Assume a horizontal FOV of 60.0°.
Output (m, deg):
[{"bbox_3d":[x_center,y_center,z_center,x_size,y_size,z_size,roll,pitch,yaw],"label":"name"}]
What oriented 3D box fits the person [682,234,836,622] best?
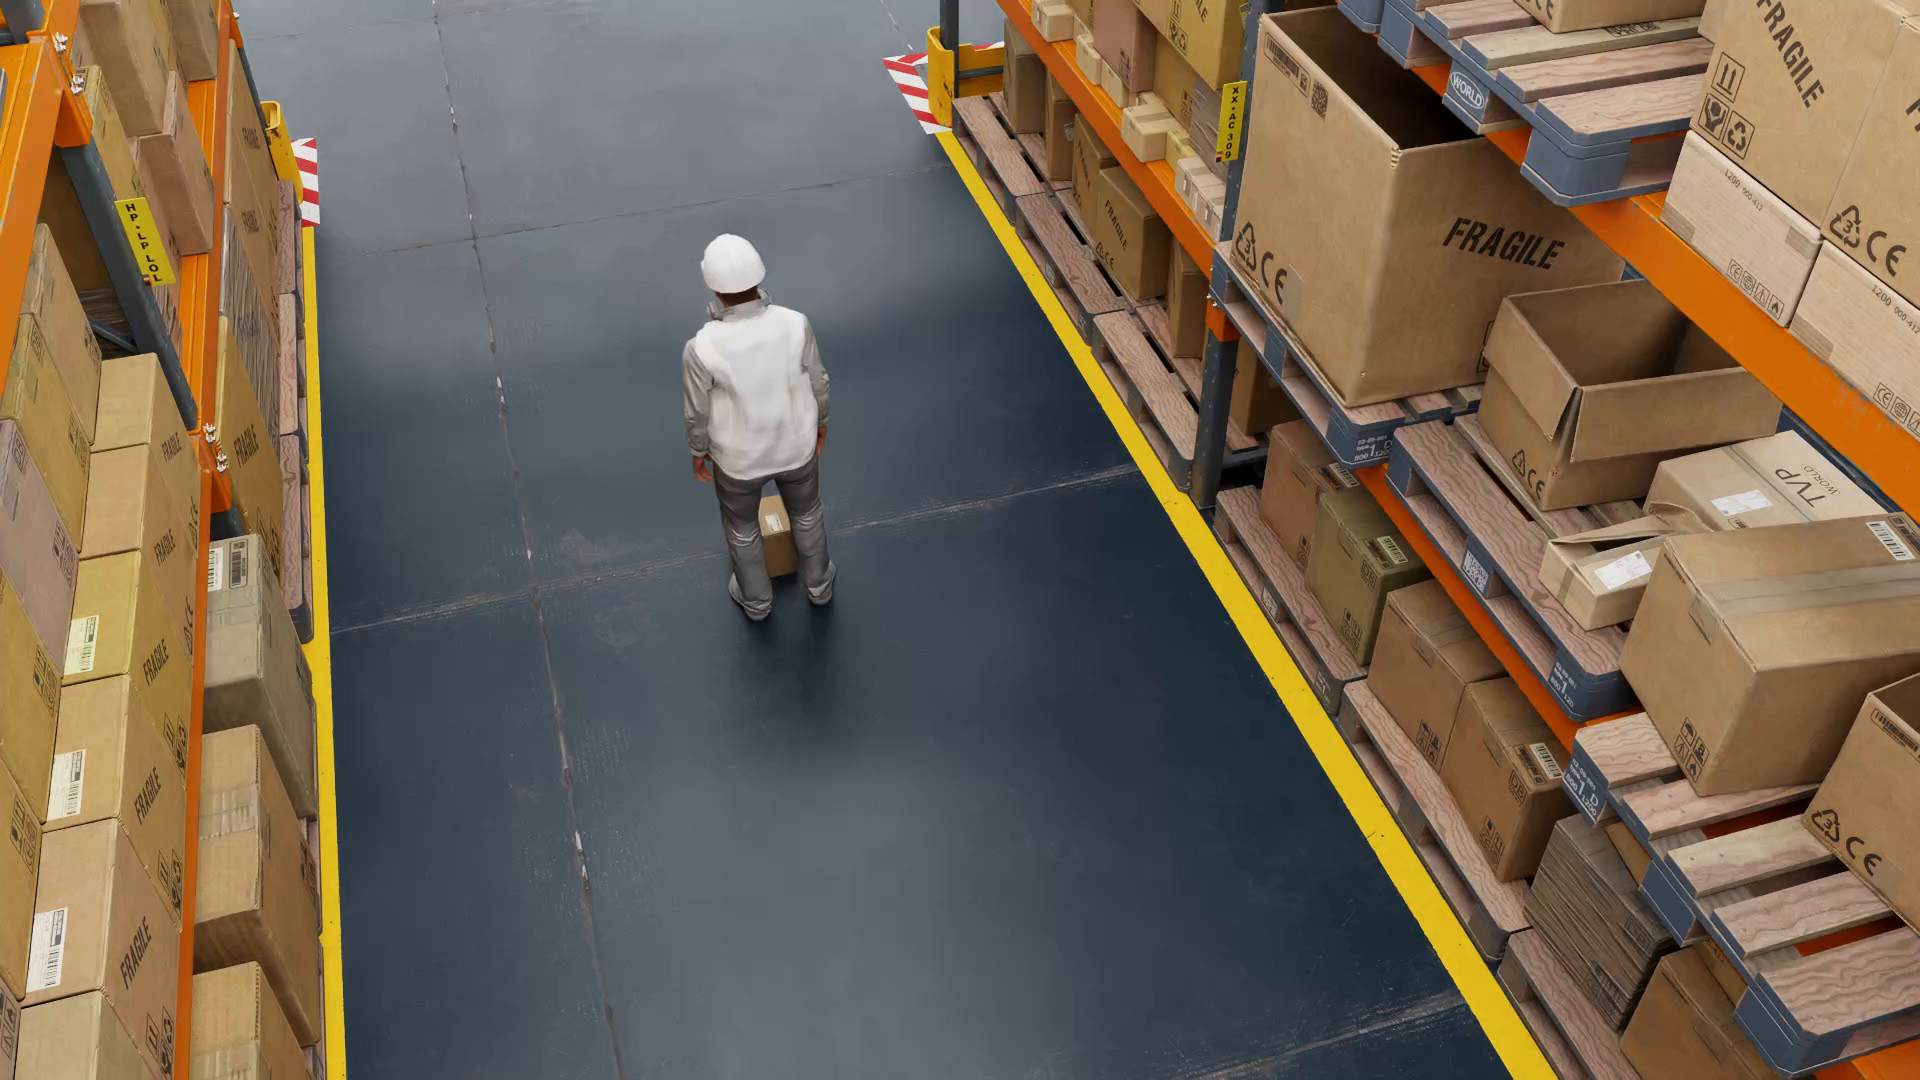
[{"bbox_3d":[-0.790,-0.400,6.588,0.587,1.767,0.463,-14,44,-15],"label":"person"}]
